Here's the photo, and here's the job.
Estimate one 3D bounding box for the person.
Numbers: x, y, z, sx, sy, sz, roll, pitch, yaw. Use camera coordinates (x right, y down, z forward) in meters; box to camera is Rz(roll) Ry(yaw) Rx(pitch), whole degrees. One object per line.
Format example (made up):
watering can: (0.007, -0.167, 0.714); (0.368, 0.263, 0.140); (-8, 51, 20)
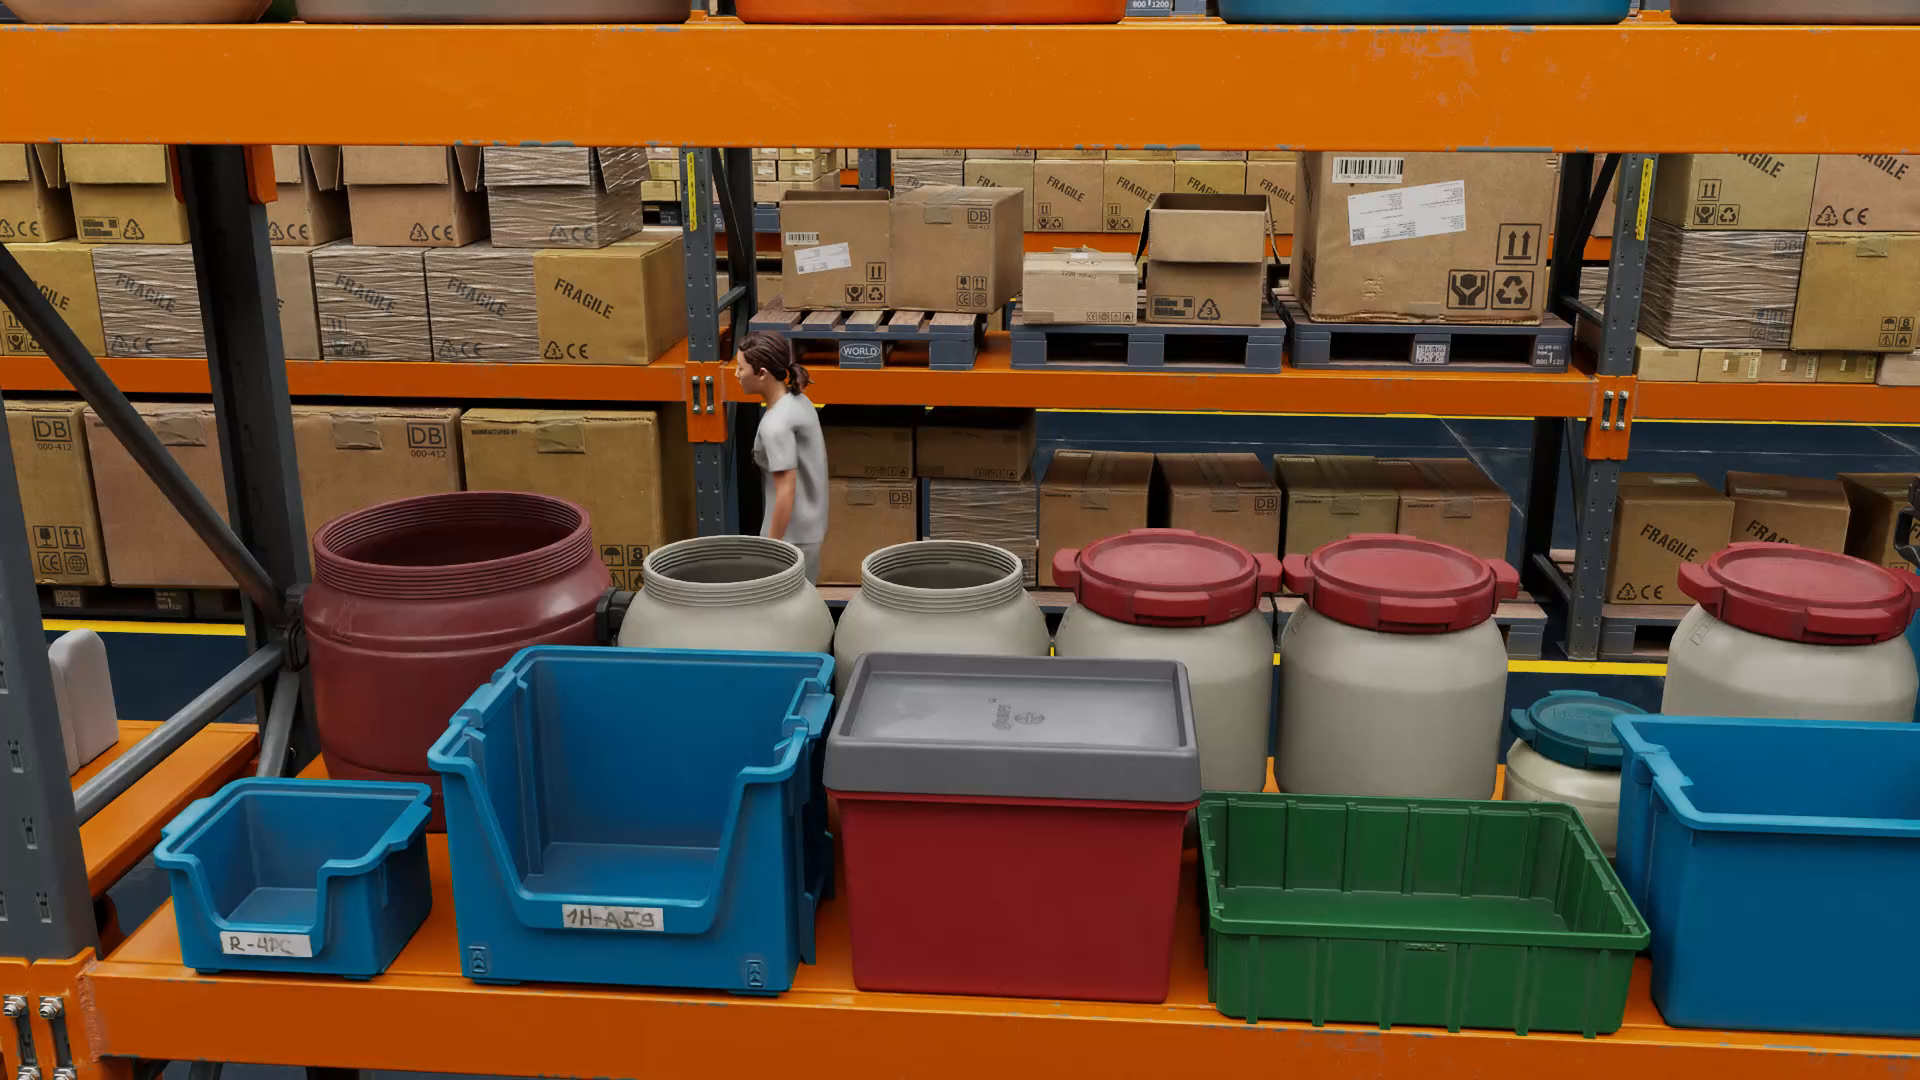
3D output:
person: (-0.720, -0.012, 6.590); (0.406, 1.673, 0.507); (1, 18, 2)
